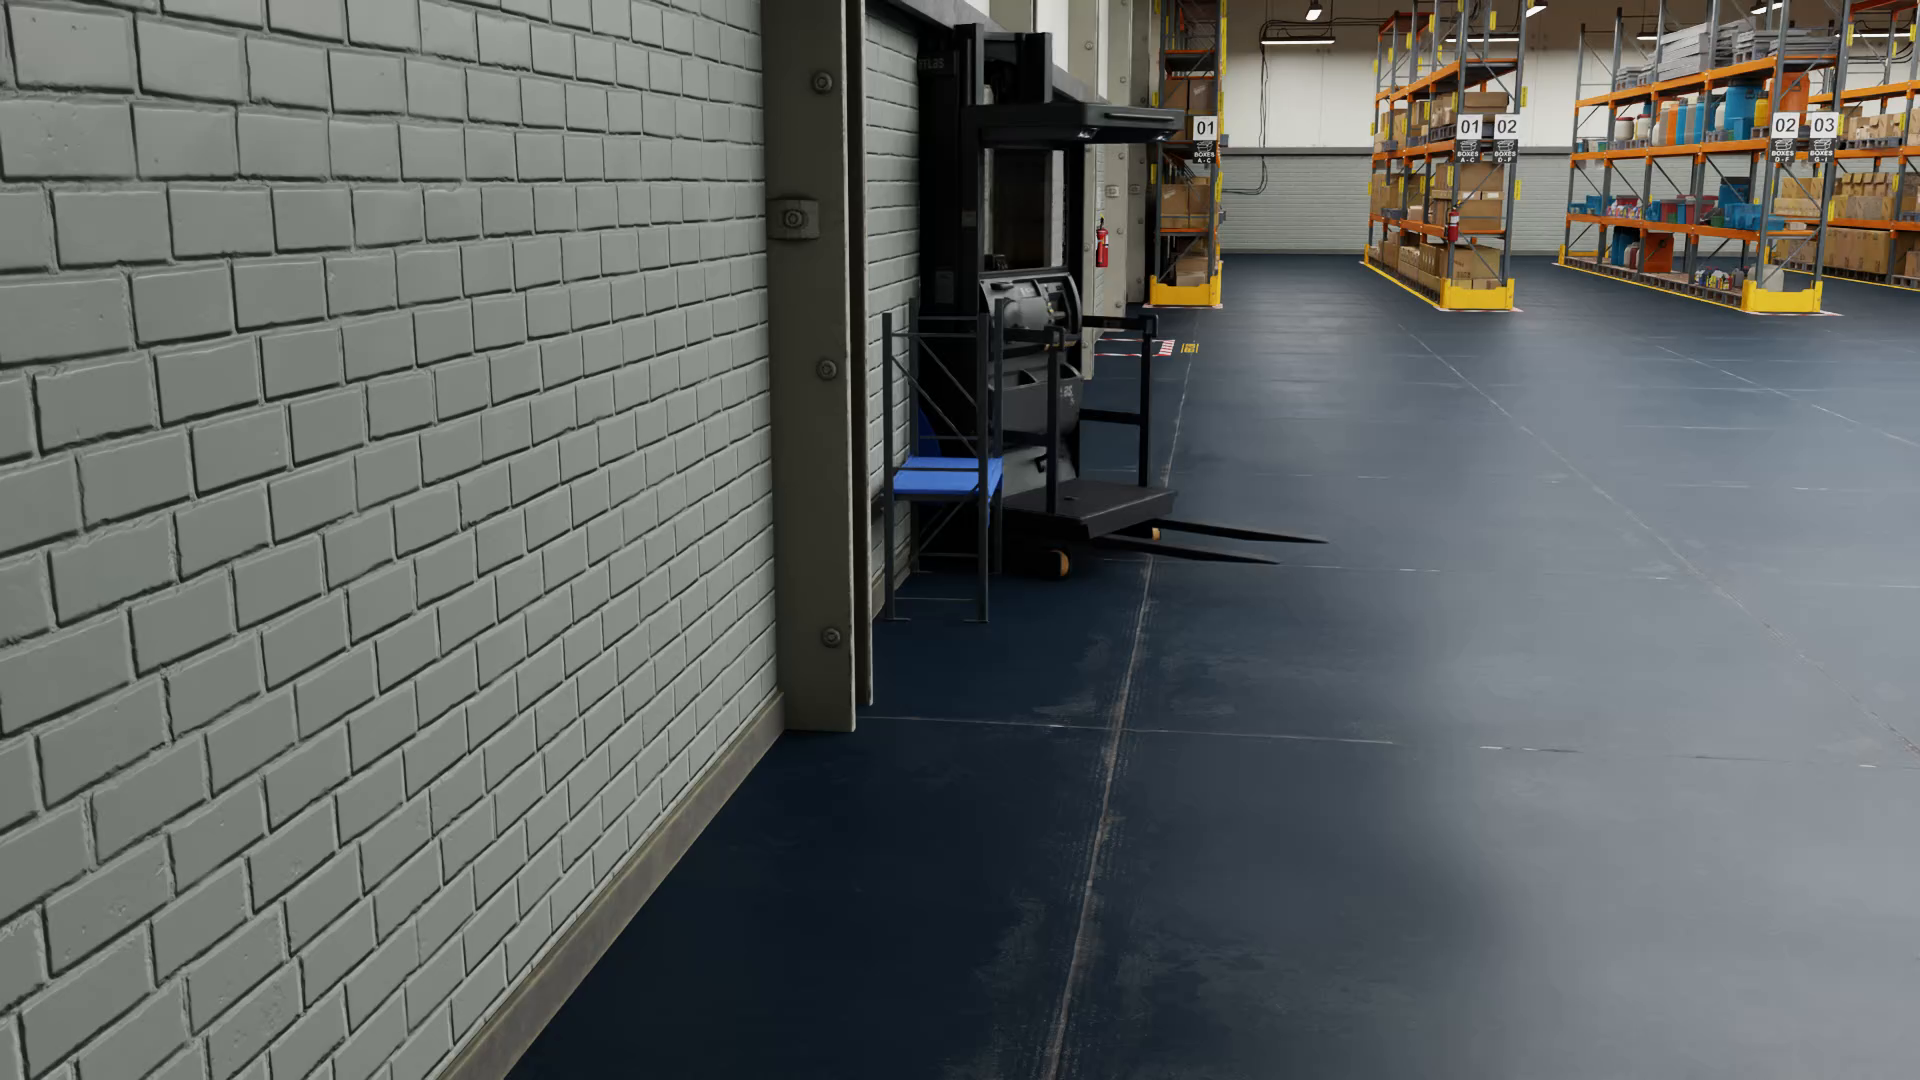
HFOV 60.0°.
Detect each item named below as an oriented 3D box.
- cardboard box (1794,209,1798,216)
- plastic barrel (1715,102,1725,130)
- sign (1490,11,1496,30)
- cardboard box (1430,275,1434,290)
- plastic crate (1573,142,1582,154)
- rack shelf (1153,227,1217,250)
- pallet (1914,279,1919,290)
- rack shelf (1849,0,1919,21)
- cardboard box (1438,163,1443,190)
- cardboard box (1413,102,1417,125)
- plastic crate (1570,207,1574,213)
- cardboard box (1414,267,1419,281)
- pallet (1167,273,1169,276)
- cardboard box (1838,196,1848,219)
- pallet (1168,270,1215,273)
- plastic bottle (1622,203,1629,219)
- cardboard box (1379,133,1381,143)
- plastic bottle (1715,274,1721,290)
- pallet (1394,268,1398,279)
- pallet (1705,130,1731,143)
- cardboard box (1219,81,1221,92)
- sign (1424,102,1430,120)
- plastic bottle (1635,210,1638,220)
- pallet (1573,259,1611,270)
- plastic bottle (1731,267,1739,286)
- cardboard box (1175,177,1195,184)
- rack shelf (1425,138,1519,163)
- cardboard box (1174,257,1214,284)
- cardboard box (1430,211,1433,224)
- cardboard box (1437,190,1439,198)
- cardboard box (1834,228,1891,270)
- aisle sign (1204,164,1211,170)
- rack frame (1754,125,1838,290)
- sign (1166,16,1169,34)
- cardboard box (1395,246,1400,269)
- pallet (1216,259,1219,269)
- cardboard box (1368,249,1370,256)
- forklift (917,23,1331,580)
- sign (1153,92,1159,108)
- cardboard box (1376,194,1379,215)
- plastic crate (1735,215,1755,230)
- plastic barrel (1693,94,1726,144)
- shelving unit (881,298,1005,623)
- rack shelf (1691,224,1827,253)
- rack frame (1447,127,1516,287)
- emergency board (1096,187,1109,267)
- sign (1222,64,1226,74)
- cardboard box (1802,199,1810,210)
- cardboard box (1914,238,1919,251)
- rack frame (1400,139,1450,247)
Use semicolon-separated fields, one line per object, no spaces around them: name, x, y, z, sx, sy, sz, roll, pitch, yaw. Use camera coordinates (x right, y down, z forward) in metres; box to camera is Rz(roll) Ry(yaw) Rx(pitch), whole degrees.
cardboard box;20.424;-7.926;40.248;0.380;0.149;0.250;2;12;7
plastic barrel;14.040;-7.738;30.396;0.421;0.512;0.421;0;12;0
sign;9.951;-9.700;31.048;0.100;0.325;0.005;2;12;9
cardboard box;8.722;-4.614;29.815;0.500;0.250;0.500;2;12;9
plastic crate;15.811;-9.924;42.113;0.497;0.269;0.590;2;12;9
rack shelf;4.203;-5.648;30.788;1.077;0.370;4.000;2;12;9
pallet;19.498;-4.988;32.638;1.003;0.211;1.213;2;12;9
rack shelf;20.117;-11.389;35.299;1.077;0.370;4.000;2;12;9
cardboard box;9.268;-6.741;30.838;0.700;0.500;0.500;2;12;9
cardboard box;10.173;-9.290;36.248;0.500;0.500;0.500;2;12;9
plastic crate;15.651;-8.388;42.281;0.250;0.136;0.298;2;12;9
cardboard box;9.184;-5.213;32.592;0.500;0.250;0.500;2;12;8
pallet;4.814;-5.470;34.872;1.003;0.211;1.213;2;12;9
cardboard box;20.030;-7.456;37.234;0.500;0.500;0.500;2;12;9
pallet;5.004;-5.723;36.047;1.003;0.211;1.213;2;12;9
plastic bottle;14.846;-7.337;37.037;0.144;0.351;0.185;2;12;9
cardboard box;10.680;-9.981;41.236;0.500;0.250;0.500;2;12;9
plastic bottle;13.621;-4.623;29.745;0.152;0.276;0.135;2;12;7
pallet;10.174;-5.880;36.776;1.003;0.211;1.213;2;12;9
pallet;14.286;-7.315;30.147;1.213;0.211;1.003;2;12;9
cardboard box;4.322;-7.772;29.159;0.500;0.500;0.500;2;12;8
sign;8.869;-8.145;31.571;0.100;0.325;0.005;2;12;9
plastic bottle;14.642;-7.020;35.920;0.097;0.201;0.097;0;12;0
pallet;15.790;-6.806;41.073;1.003;0.211;1.213;2;12;9
plastic bottle;14.343;-4.876;30.743;0.144;0.351;0.185;2;12;9
cardboard box;4.940;-7.922;36.862;0.500;0.250;0.500;2;12;10
rack shelf;9.099;-6.954;29.731;1.077;0.370;4.000;2;12;9
cardboard box;4.341;-4.987;30.904;0.700;0.500;0.500;1;12;5
cardboard box;9.439;-6.287;32.401;0.500;0.250;0.500;3;12;12
cardboard box;9.058;-6.412;30.848;0.380;0.149;0.250;2;12;8
cardboard box;20.209;-6.446;36.832;1.225;0.875;0.875;1;12;7
aisle sign;6.664;-10.190;43.986;0.394;0.787;0.004;2;12;9
rack frame;13.685;-5.262;27.291;1.000;3.000;0.127;2;12;9
sign;3.962;-9.899;31.975;0.100;0.325;0.005;2;12;9
cardboard box;9.933;-6.284;36.922;0.500;0.500;0.500;2;12;11
pallet;5.936;-6.874;41.388;1.003;0.211;1.213;2;12;9
cardboard box;10.809;-7.456;43.152;0.380;0.166;0.250;2;12;9
forklift;0.573;-1.344;9.270;3.031;2.935;1.130;9;15;35
sign;3.350;-7.504;28.474;0.100;0.325;0.005;2;12;9
cardboard box;10.690;-8.403;41.628;0.500;0.500;0.500;2;12;9
plastic crate;13.572;-5.438;28.461;0.499;0.251;0.408;2;12;9
plastic barrel;14.164;-7.919;31.309;0.600;0.901;0.708;2;12;9
shelving unit;-0.069;-0.442;8.483;0.538;1.500;1.048;1;12;5
rack shelf;13.993;-5.327;29.298;1.077;0.370;4.000;2;12;9
rack frame;8.791;-5.423;28.039;1.000;3.000;0.127;2;12;9
emergency board;1.808;-3.995;21.410;0.194;1.169;0.643;2;12;9
sign;6.890;-12.321;43.401;0.100;0.325;0.005;2;12;9
cardboard box;20.389;-7.986;39.581;0.500;0.250;0.500;2;12;10
cardboard box;19.736;-5.986;33.760;0.500;0.250;0.500;2;12;11
rack frame;10.021;-7.089;35.766;1.000;3.000;0.127;2;12;9
